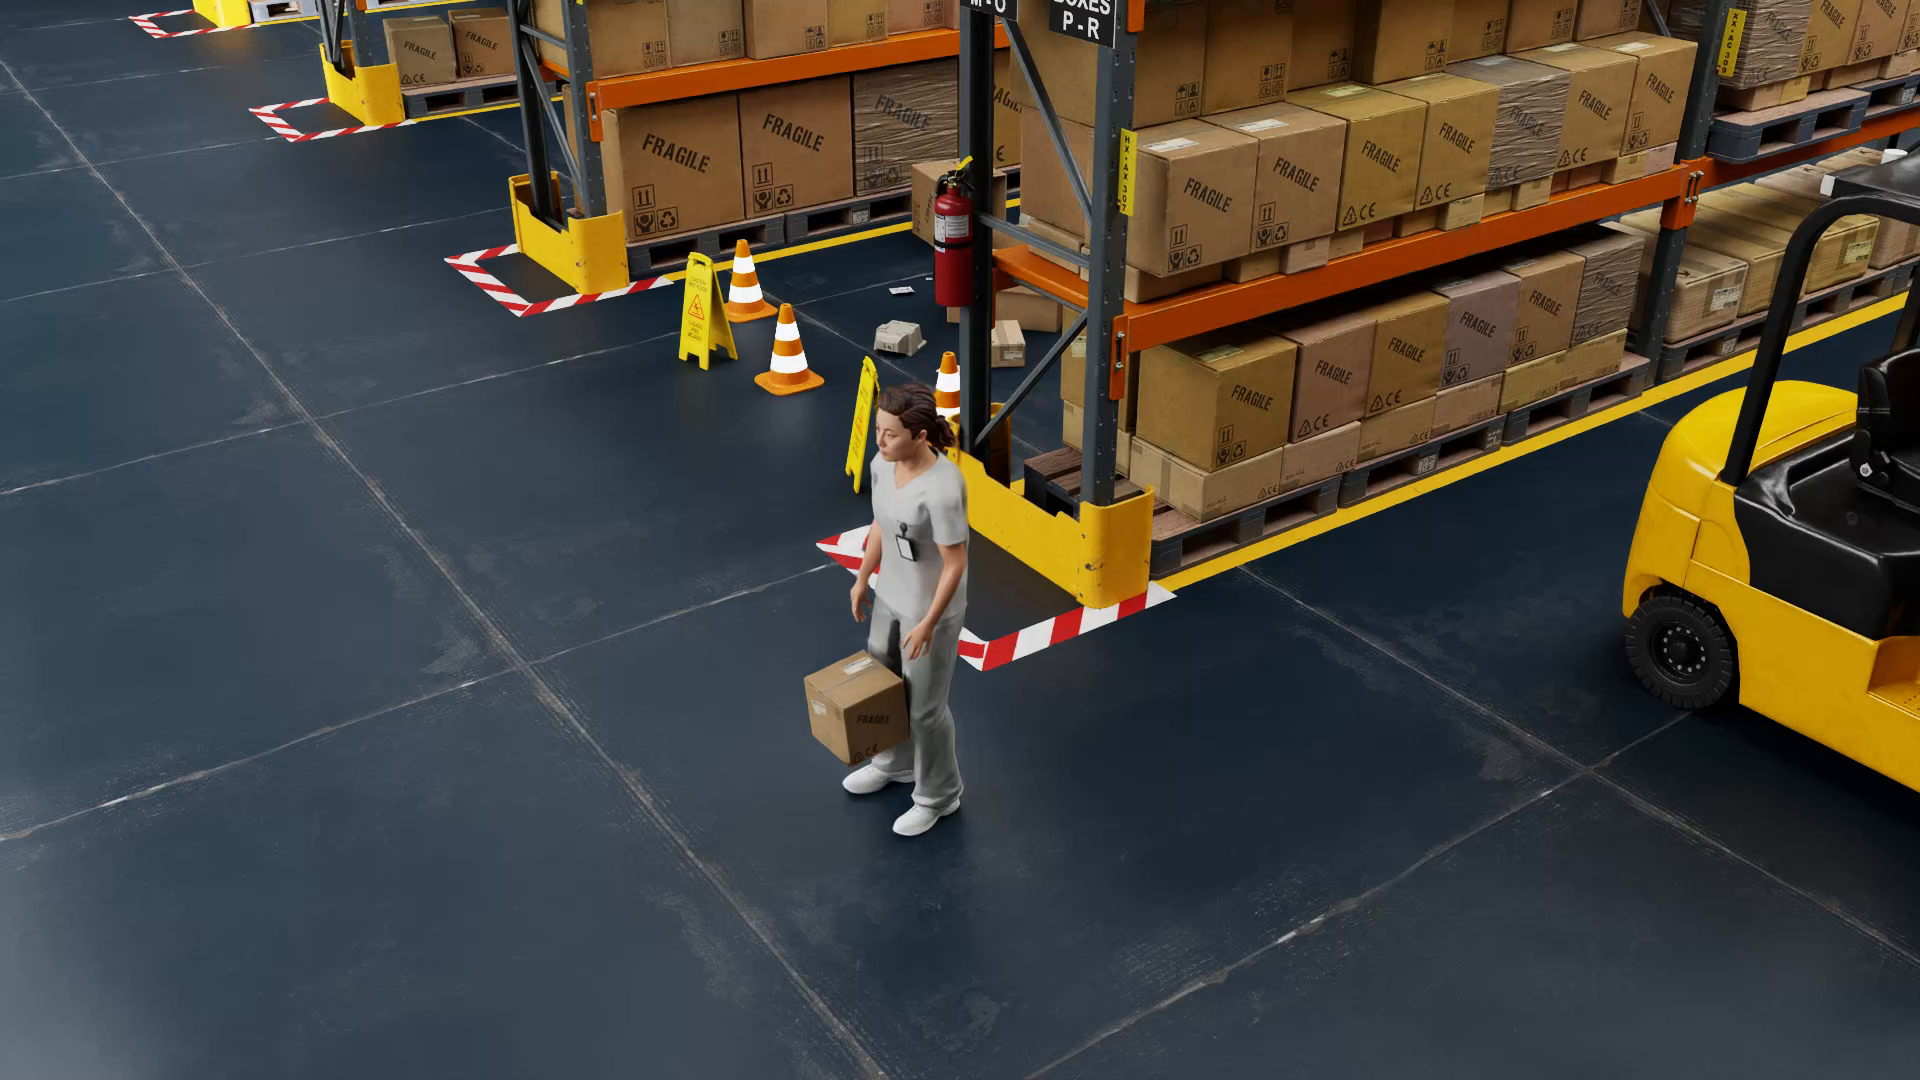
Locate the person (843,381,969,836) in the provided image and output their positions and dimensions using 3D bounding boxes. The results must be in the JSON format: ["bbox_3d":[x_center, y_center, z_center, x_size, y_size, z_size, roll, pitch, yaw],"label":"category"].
[{"bbox_3d":[-0.166,0.228,5.706,0.360,1.676,0.475,-20,34,-32],"label":"person"}]
